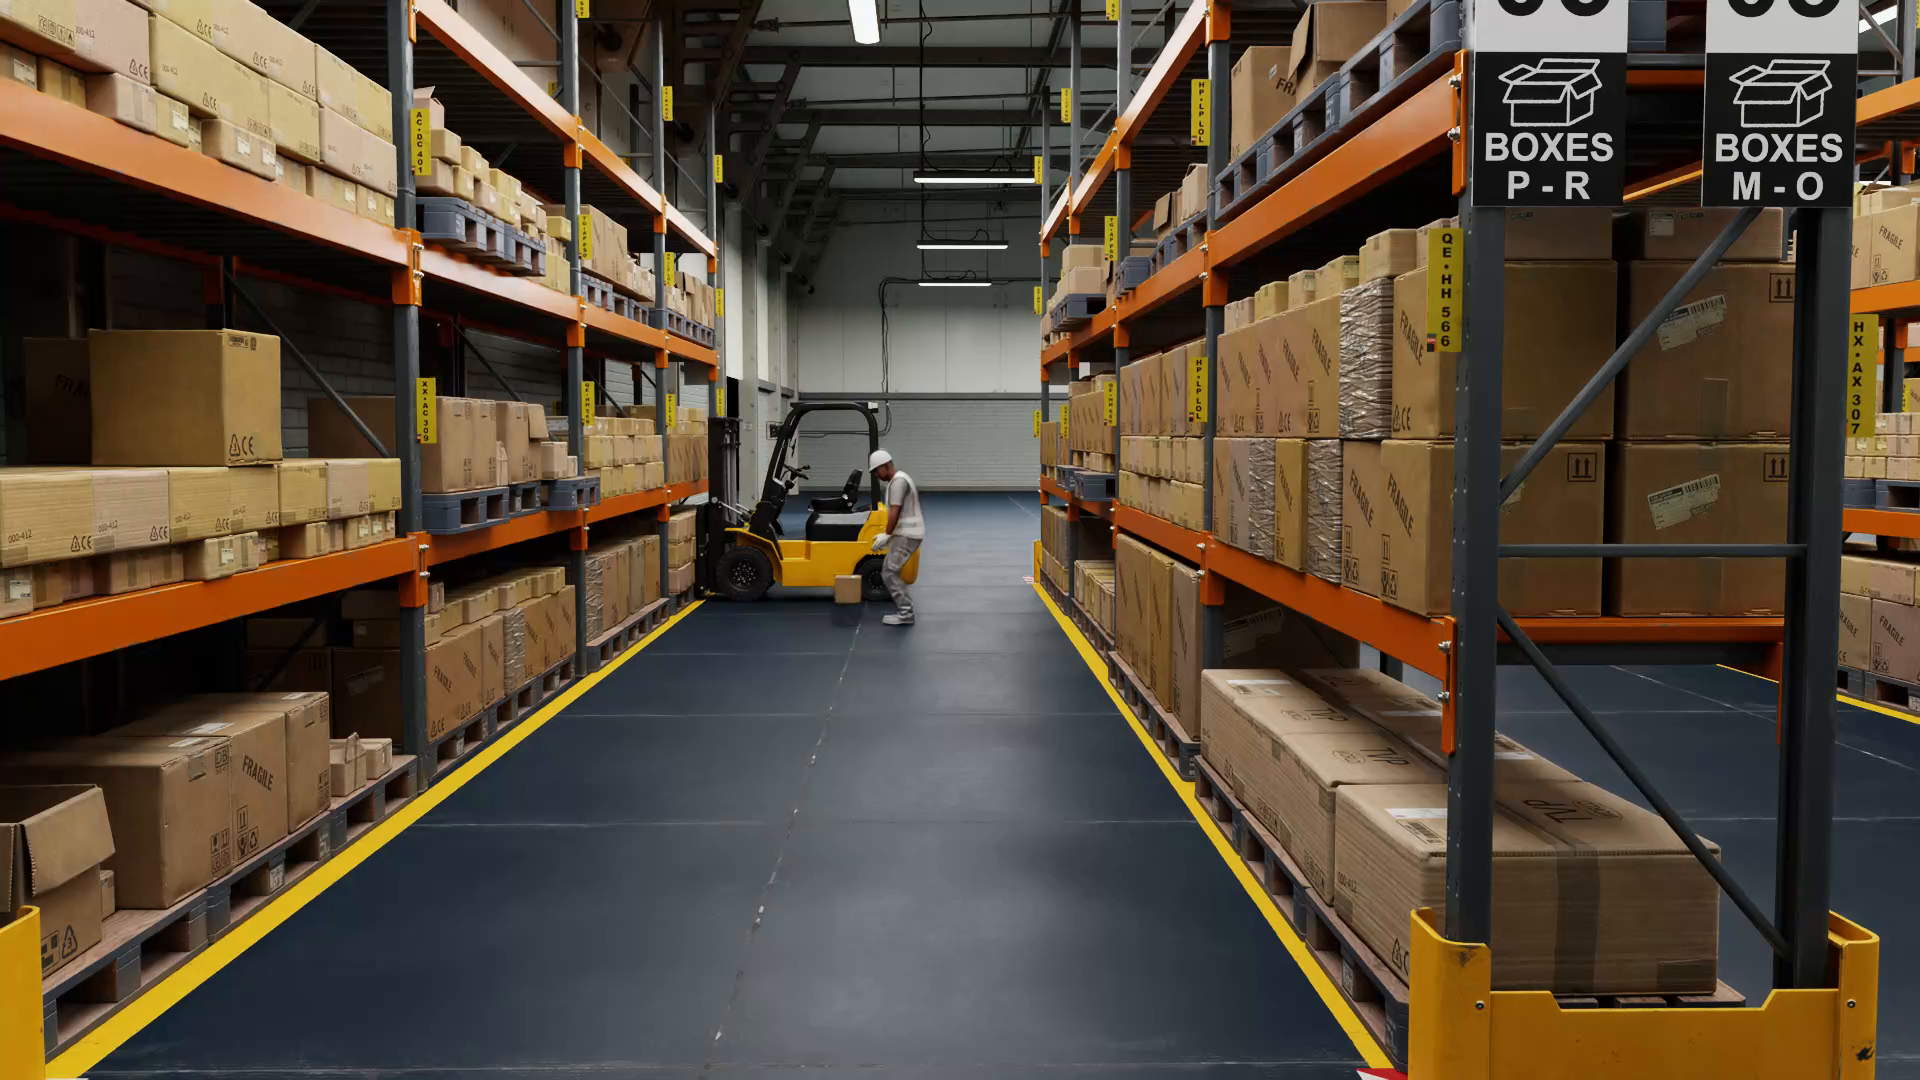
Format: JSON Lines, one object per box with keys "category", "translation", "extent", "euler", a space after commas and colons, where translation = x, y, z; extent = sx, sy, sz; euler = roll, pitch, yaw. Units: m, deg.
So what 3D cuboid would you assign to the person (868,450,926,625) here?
{"category": "person", "translation": [-0.603, -0.027, 15.898], "extent": [0.561, 1.663, 0.591], "euler": [0, 4, 0]}
